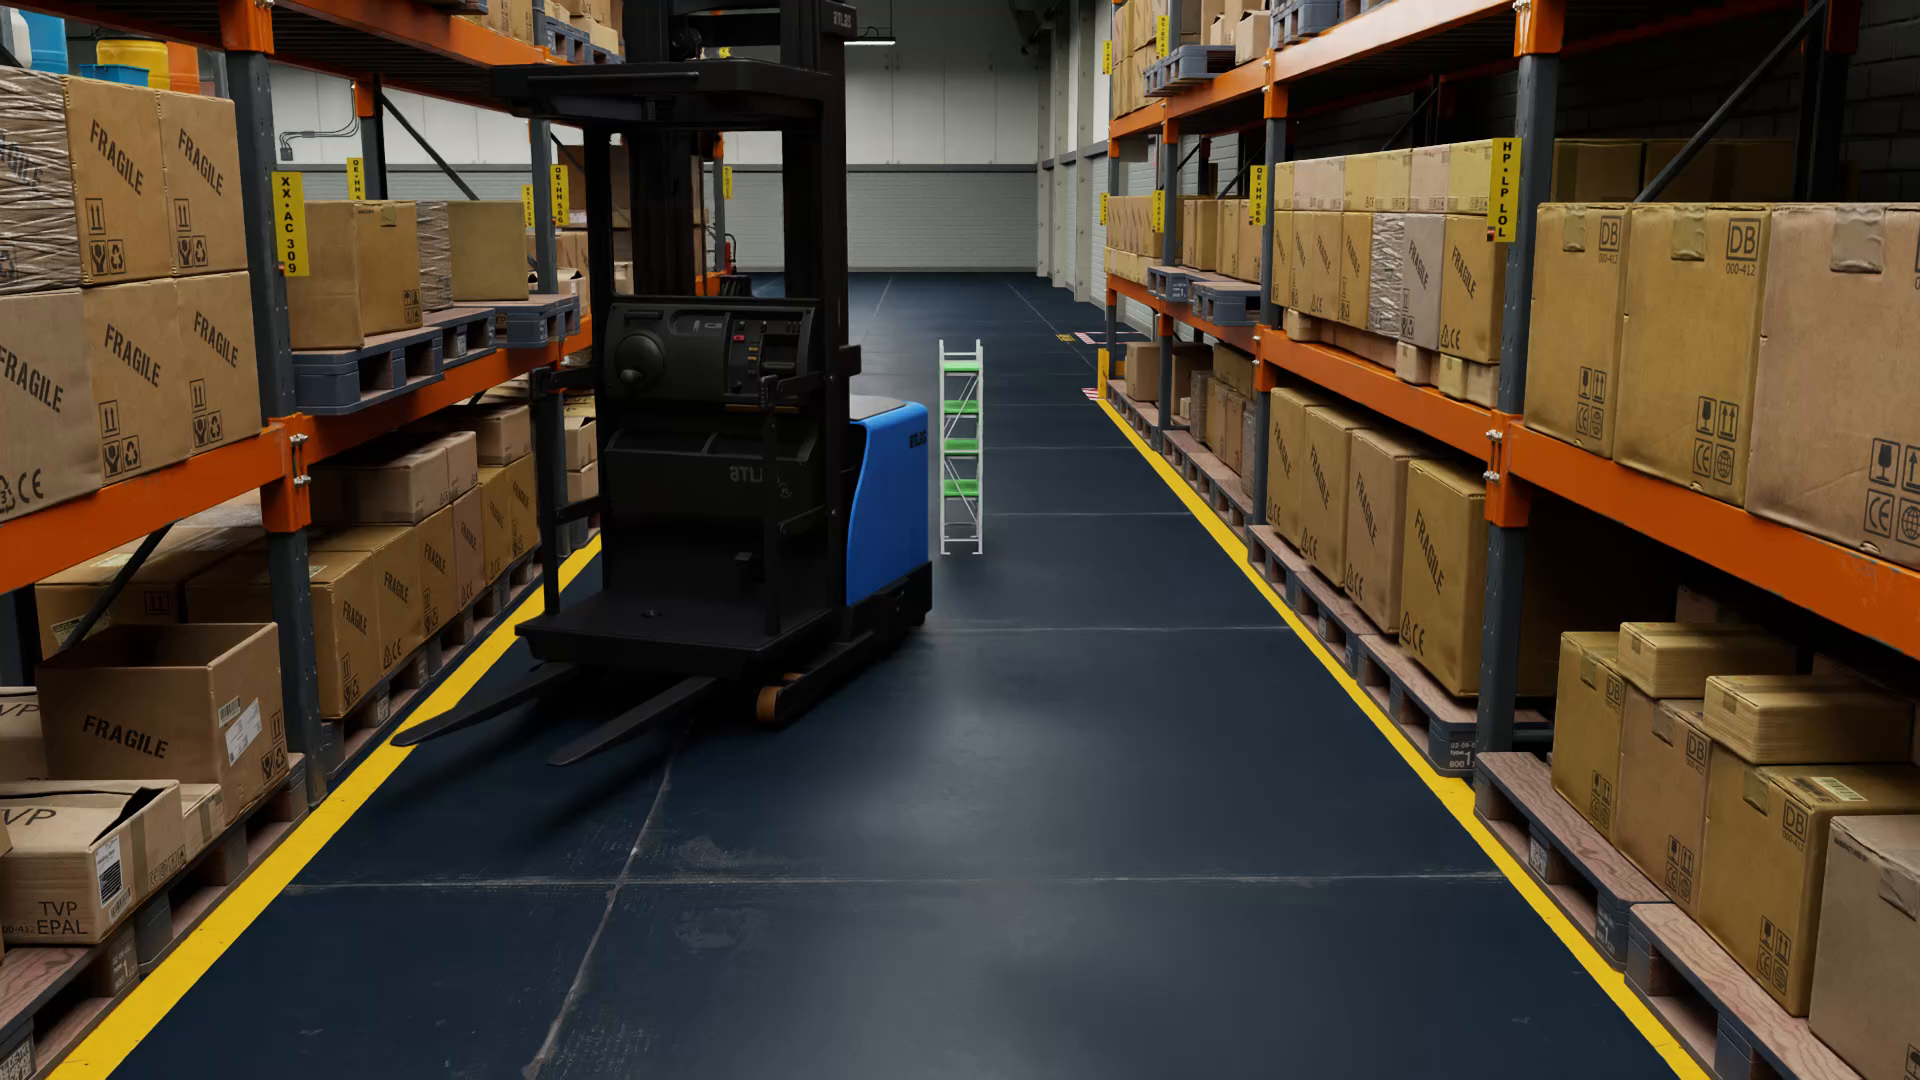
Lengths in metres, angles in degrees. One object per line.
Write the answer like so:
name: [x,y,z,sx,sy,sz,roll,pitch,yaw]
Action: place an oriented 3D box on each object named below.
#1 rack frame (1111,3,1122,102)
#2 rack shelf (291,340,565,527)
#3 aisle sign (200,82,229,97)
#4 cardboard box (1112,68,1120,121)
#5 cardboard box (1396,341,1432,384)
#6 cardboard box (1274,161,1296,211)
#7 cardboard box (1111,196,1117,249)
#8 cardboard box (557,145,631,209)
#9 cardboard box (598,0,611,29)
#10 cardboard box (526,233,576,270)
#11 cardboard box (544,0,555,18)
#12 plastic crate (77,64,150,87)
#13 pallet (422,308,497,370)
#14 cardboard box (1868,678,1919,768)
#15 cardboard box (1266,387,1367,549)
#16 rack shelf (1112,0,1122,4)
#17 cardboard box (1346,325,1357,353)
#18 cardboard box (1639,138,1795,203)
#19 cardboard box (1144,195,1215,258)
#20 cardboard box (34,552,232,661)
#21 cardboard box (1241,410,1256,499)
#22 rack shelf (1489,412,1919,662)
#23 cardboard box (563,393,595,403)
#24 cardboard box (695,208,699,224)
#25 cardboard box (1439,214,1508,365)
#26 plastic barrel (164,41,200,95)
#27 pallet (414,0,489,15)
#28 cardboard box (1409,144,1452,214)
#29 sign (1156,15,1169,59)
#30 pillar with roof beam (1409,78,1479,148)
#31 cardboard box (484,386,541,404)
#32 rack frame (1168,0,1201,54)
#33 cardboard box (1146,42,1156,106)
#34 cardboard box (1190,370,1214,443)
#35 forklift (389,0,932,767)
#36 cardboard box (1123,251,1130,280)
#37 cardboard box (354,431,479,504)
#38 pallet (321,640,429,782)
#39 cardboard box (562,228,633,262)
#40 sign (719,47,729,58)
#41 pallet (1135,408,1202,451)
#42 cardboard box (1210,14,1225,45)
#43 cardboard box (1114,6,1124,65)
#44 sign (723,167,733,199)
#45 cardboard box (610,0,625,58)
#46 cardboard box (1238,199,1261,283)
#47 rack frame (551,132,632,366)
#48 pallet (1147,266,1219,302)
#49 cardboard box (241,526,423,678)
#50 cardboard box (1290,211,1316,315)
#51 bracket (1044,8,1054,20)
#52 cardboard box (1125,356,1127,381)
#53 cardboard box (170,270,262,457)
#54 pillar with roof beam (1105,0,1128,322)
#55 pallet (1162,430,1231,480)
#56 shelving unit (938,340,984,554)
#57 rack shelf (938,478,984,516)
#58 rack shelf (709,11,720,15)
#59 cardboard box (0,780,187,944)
rack frame: [2.036,-5.919,16.604,1.000,3.000,0.127,0,11,-1]
rack shelf: [-2.710,-0.618,7.370,1.077,0.370,4.000,0,11,-1]
aisle sign: [-7.573,-4.228,16.818,0.394,0.787,0.004,0,11,-1]
cardboard box: [1.793,-4.441,16.557,0.500,0.500,0.500,0,11,0]
cardboard box: [1.941,-0.701,6.550,0.380,0.149,0.250,0,11,-1]
cardboard box: [1.954,-1.864,8.767,0.500,0.250,0.500,0,11,0]
cardboard box: [1.746,-3.089,16.180,0.500,0.500,0.500,0,11,-1]
cardboard box: [-2.849,-2.936,13.473,0.700,0.500,0.500,0,11,-1]
cardboard box: [-2.861,-4.010,12.172,0.500,0.500,0.500,0,11,0]
cardboard box: [-2.802,-1.750,10.891,0.500,0.500,0.500,-1,11,-4]
cardboard box: [-2.846,-3.278,10.450,0.500,0.250,0.500,0,11,-2]
plastic crate: [-7.528,-4.023,14.841,0.392,0.384,0.575,0,11,-1]
pallet: [-2.706,-0.887,7.371,1.003,0.211,1.213,0,11,-1]
cardboard box: [2.416,0.434,3.974,0.380,0.149,0.250,0,11,-1]
cardboard box: [2.085,-0.395,8.810,0.750,0.750,0.750,0,11,-2]
rack shelf: [2.077,-5.168,14.716,1.077,0.370,4.000,0,11,-1]
cardboard box: [2.031,-0.954,7.797,0.380,0.149,0.250,0,11,0]
cardboard box: [2.535,-1.259,5.782,0.500,0.250,0.500,0,11,1]
cardboard box: [1.800,-2.581,13.676,0.500,0.500,0.500,0,11,-1]
cardboard box: [-2.965,0.340,6.021,0.500,0.500,0.500,0,11,-1]
cardboard box: [2.134,-0.523,10.271,0.700,0.500,0.500,0,11,0]
rack shelf: [2.325,0.156,3.554,1.077,0.370,4.000,0,11,-1]
cardboard box: [-2.496,-0.812,10.967,0.500,0.311,0.500,-1,11,-3]
cardboard box: [-2.703,-3.097,15.898,0.380,0.149,0.250,0,11,0]
cardboard box: [2.023,-0.889,5.848,0.500,0.500,0.500,0,11,-2]
plastic barrel: [-7.732,-4.729,16.143,0.600,0.830,0.708,0,11,-1]
pallet: [-2.636,-2.287,6.715,1.213,0.211,1.003,0,11,-1]
cardboard box: [2.018,-1.359,6.280,0.500,0.250,0.500,0,11,0]
sign: [1.576,-3.904,12.913,0.100,0.325,0.005,0,11,-1]
pillar with roof beam: [-1.265,-4.573,9.969,9.100,9.000,0.400,0,11,-1]
cardboard box: [-3.041,-0.907,11.437,0.500,0.311,0.500,0,11,0]
rack frame: [2.119,-5.124,12.684,1.000,3.000,0.127,0,11,-1]
cardboard box: [1.863,-3.913,13.956,0.500,0.500,0.500,-1,12,-6]
cardboard box: [2.151,-1.029,12.765,0.700,0.500,0.500,0,11,1]
forklift: [-1.102,-0.797,6.618,1.130,2.935,3.031,4,12,19]
cardboard box: [1.767,-2.512,15.225,0.500,0.250,0.500,0,11,-1]
cardboard box: [-2.466,-0.327,7.419,0.500,0.250,0.500,0,11,-2]
pallet: [-2.723,0.632,6.412,1.003,0.211,1.213,0,11,-1]
cardboard box: [-2.849,-2.300,13.602,0.700,0.500,0.500,-1,11,-3]
sign: [-2.374,-4.823,16.715,0.100,0.325,0.005,0,11,-1]
pallet: [2.070,-0.951,14.216,1.003,0.211,1.213,0,11,-1]
cardboard box: [2.063,-3.585,11.809,0.500,0.311,0.500,0,11,1]
cardboard box: [1.761,-4.821,15.916,0.500,0.500,0.500,0,11,-2]
sign: [-2.374,-3.641,16.955,0.100,0.325,0.005,0,11,-1]
cardboard box: [-2.581,-4.058,13.312,0.500,0.500,0.500,1,11,4]
cardboard box: [2.143,-1.858,10.315,0.700,0.500,0.500,-1,12,-7]
rack frame: [-2.834,-2.163,13.177,1.000,3.000,0.127,0,11,-1]
pallet: [1.989,-1.938,12.548,1.003,0.211,1.213,0,11,-1]
cardboard box: [-2.457,0.233,6.544,0.500,0.500,0.500,0,11,0]
cardboard box: [1.957,-1.392,8.326,0.500,0.500,0.500,0,11,1]
bracket: [2.073,-12.235,38.679,0.235,0.232,0.430,0,11,-1]
cardboard box: [1.960,-1.739,16.744,0.500,0.311,0.500,-2,12,-8]
cardboard box: [-2.402,-0.524,4.844,0.500,0.500,0.500,0,11,0]
pillar with roof beam: [-1.637,-8.152,27.606,9.100,9.000,0.400,0,11,-1]
pallet: [2.136,-0.663,12.795,1.003,0.211,1.213,0,11,-1]
shelving unit: [0.003,-0.555,9.778,0.258,1.200,0.503,0,11,-1]
rack shelf: [0.003,-0.257,9.838,0.258,0.148,0.480,0,11,-1]
rack shelf: [-2.875,-4.952,14.651,1.077,0.370,4.000,0,11,-1]
cardboard box: [-2.358,0.790,4.275,0.500,0.311,0.500,0,11,-1]
